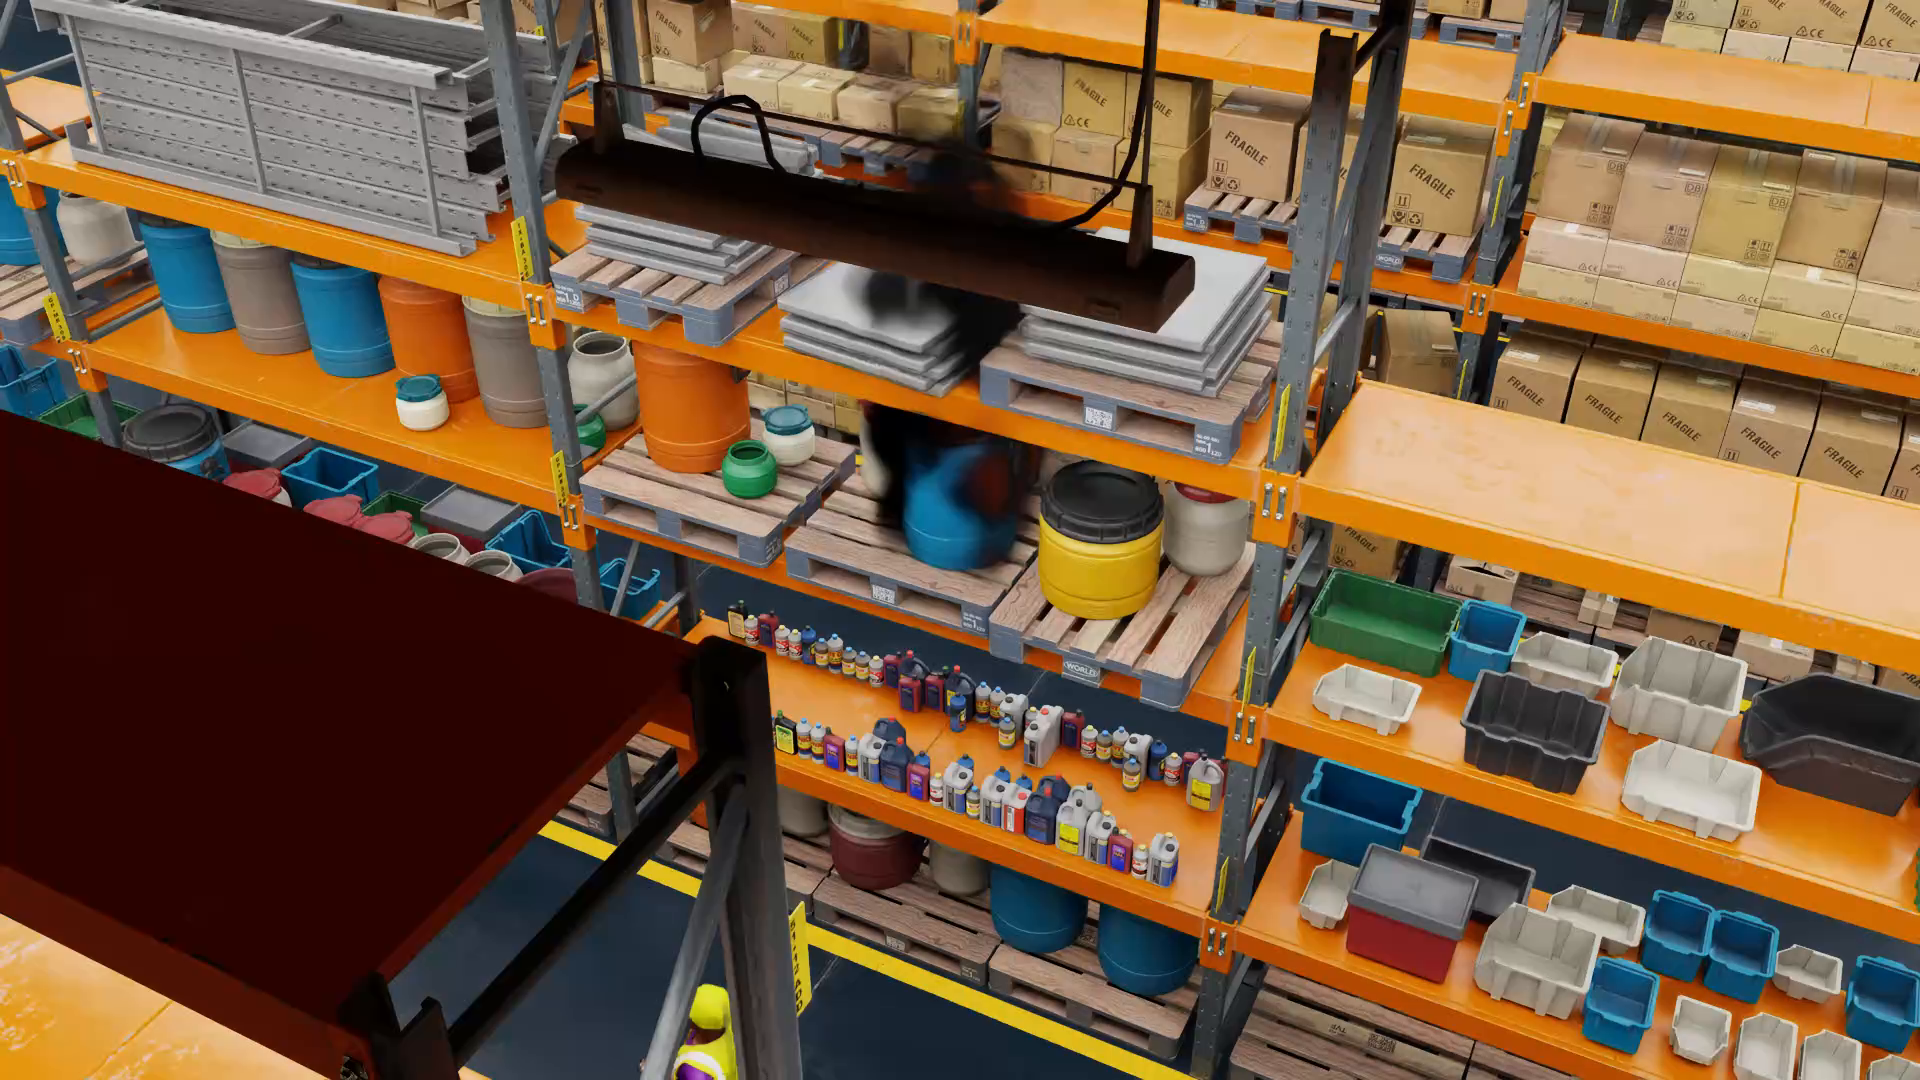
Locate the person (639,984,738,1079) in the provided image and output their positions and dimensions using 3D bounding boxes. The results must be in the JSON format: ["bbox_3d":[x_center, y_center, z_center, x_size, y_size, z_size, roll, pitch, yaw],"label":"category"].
[{"bbox_3d":[-1.205,2.817,8.284,0.987,1.745,0.706,10,36,13],"label":"person"}]
